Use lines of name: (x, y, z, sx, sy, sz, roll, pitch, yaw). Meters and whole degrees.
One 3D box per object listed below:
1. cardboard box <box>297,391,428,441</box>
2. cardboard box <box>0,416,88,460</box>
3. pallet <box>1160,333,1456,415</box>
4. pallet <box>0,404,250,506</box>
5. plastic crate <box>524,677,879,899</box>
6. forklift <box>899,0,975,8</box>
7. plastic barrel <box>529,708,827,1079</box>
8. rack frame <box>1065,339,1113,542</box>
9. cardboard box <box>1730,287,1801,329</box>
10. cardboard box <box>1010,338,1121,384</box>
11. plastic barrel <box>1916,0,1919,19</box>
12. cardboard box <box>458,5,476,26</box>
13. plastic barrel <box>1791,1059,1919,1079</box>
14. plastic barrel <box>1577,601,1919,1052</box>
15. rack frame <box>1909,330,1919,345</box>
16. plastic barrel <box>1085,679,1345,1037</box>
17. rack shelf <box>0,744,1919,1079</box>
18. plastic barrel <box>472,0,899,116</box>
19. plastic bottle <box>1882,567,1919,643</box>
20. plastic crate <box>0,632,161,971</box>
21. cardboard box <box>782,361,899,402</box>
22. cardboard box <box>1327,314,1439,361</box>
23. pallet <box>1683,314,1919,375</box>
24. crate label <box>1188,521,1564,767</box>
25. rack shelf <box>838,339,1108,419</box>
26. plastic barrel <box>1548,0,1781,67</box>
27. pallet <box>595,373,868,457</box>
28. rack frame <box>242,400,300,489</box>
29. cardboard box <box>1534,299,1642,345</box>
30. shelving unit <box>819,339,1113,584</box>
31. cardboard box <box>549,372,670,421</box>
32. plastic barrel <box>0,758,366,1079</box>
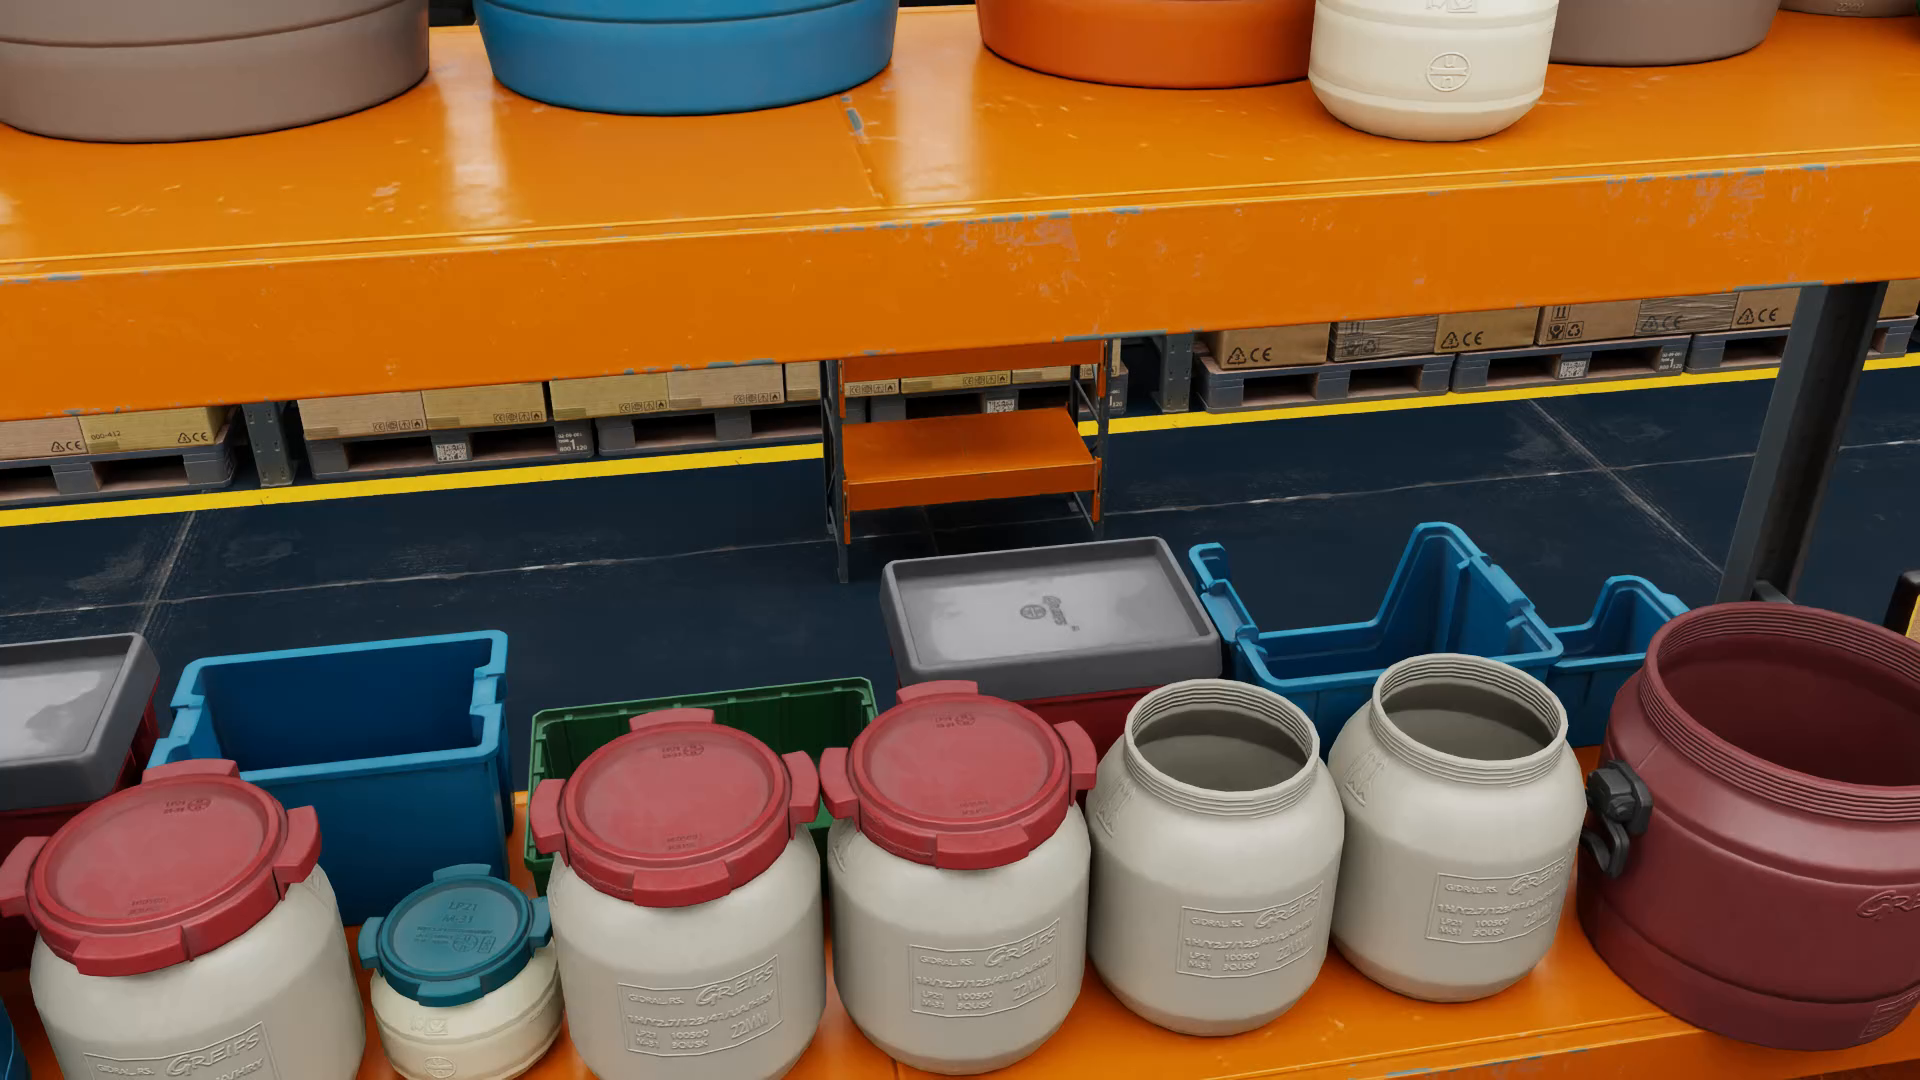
cardboard box: (-2.577, -0.674, 7.235, 0.500, 0.250, 0.500, -6, 31, -10)
cardboard box: (-3.929, -0.569, 7.056, 0.500, 0.250, 0.500, -5, 31, -9)
pallet: (1.657, -0.977, 8.204, 1.213, 0.211, 1.003, -5, 31, -9)
pallet: (-3.808, -0.511, 7.411, 1.213, 0.211, 1.003, -5, 31, -9)
plastic crate: (-0.468, 0.497, 3.155, 0.662, 0.188, 0.450, -5, 31, -9)
forklift: (0.138, -3.449, 9.724, 3.031, 2.935, 1.130, -20, 36, -30)
plastic barrel: (-0.428, 0.601, 2.634, 0.433, 0.535, 0.433, 0, 30, 0)
rack frame: (0.507, -0.532, 6.545, 0.032, 1.125, 0.500, -5, 31, -9)
cardboard box: (3.929, -1.379, 8.167, 0.500, 0.500, 0.500, -5, 31, -9)
cardboard box: (0.442, -0.956, 7.715, 0.500, 0.250, 0.500, -5, 31, -8)
plastic barrel: (1.571, -0.838, 2.410, 0.294, 0.245, 0.294, 0, 30, 0)
cardboard box: (-3.193, -3.422, 11.643, 0.500, 0.500, 0.700, -4, 31, -7)
plastic barrel: (2.283, 1.041, 3.747, 0.708, 0.830, 0.600, -5, 31, -9)
plastic barrel: (1.403, 0.475, 2.849, 0.708, 0.536, 0.600, -5, 31, -9)
rack frame: (4.851, -2.495, 8.034, 0.127, 3.000, 1.000, -5, 31, -9)
plastic barrel: (0.417, 0.530, 2.778, 0.421, 0.512, 0.421, 0, 30, 0)
rack shelf: (-0.163, 0.833, 3.085, 4.000, 0.370, 1.077, -5, 31, -9)
plastic barrel: (-0.382, -1.078, 2.170, 0.708, 0.901, 0.600, -5, 31, -9)
plastic bottle: (2.126, 0.140, 3.667, 0.133, 0.283, 0.061, -5, 31, -9)
plastic crate: (-1.709, 0.481, 2.910, 0.583, 0.464, 0.402, -5, 31, -9)
cardboard box: (-0.559, -0.863, 7.557, 0.500, 0.250, 0.500, -5, 31, -8)
cardboard box: (1.929, -1.192, 7.850, 0.500, 0.500, 0.500, -6, 31, -11)
pallet: (4.057, -1.200, 8.583, 1.213, 0.211, 1.003, -5, 31, -9)
crate label: (0.779, 0.280, 3.279, 0.616, 0.435, 0.502, -5, 31, -9)
rack shelf: (0.007, -0.738, 6.318, 1.000, 0.278, 0.538, -5, 31, -9)
plastic barrel: (0.958, -1.203, 2.382, 0.600, 0.901, 0.600, 0, 30, 0)
pallet: (-1.098, -0.763, 7.839, 1.213, 0.211, 1.003, -5, 31, -9)
rack frame: (-3.019, -1.765, 6.792, 0.127, 3.000, 1.000, -5, 31, -9)
cardboard box: (2.936, -1.285, 8.009, 0.500, 0.500, 0.500, -6, 31, -11)
shelving unit: (0.007, -0.486, 6.466, 1.048, 1.125, 0.538, -5, 31, -9)
cardboard box: (-1.565, -0.769, 7.396, 0.500, 0.250, 0.500, -6, 31, -10)
plastic barrel: (-1.149, 0.668, 2.520, 0.433, 0.535, 0.433, 0, 30, 0)
